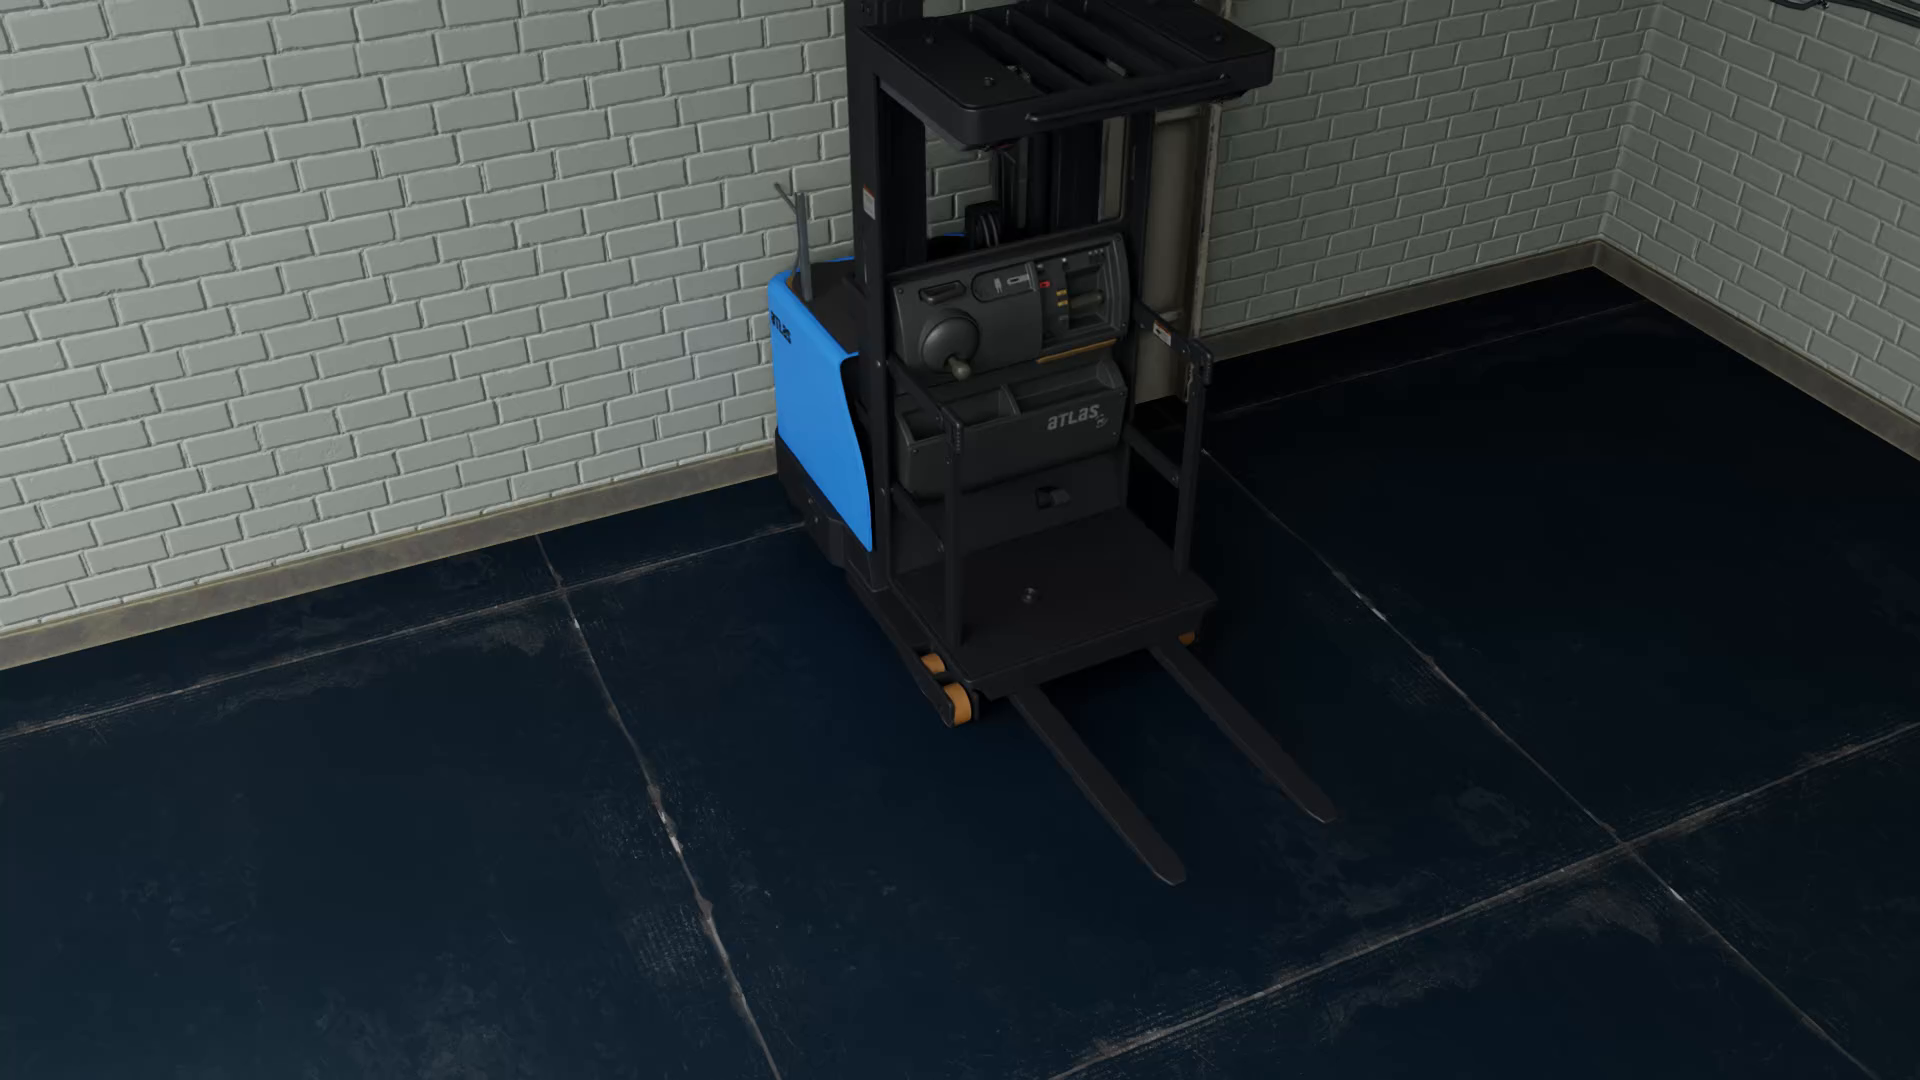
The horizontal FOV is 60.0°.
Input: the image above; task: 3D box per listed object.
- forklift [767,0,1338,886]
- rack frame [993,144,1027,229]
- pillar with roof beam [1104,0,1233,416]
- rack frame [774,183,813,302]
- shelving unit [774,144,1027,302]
[{"bbox_3d":[0.295,-0.776,5.836,1.130,2.935,3.031,-17,40,-21],"label":"forklift"},{"bbox_3d":[0.260,-1.055,7.395,0.032,1.500,0.500,-12,34,-16],"label":"rack frame"},{"bbox_3d":[2.739,-2.014,2.411,0.400,9.000,9.100,-16,39,-20],"label":"pillar with roof beam"},{"bbox_3d":[-0.692,-0.844,7.106,0.032,1.500,0.500,-12,34,-16],"label":"rack frame"},{"bbox_3d":[-0.216,-0.949,7.250,1.048,1.500,0.538,-12,34,-16],"label":"shelving unit"}]
